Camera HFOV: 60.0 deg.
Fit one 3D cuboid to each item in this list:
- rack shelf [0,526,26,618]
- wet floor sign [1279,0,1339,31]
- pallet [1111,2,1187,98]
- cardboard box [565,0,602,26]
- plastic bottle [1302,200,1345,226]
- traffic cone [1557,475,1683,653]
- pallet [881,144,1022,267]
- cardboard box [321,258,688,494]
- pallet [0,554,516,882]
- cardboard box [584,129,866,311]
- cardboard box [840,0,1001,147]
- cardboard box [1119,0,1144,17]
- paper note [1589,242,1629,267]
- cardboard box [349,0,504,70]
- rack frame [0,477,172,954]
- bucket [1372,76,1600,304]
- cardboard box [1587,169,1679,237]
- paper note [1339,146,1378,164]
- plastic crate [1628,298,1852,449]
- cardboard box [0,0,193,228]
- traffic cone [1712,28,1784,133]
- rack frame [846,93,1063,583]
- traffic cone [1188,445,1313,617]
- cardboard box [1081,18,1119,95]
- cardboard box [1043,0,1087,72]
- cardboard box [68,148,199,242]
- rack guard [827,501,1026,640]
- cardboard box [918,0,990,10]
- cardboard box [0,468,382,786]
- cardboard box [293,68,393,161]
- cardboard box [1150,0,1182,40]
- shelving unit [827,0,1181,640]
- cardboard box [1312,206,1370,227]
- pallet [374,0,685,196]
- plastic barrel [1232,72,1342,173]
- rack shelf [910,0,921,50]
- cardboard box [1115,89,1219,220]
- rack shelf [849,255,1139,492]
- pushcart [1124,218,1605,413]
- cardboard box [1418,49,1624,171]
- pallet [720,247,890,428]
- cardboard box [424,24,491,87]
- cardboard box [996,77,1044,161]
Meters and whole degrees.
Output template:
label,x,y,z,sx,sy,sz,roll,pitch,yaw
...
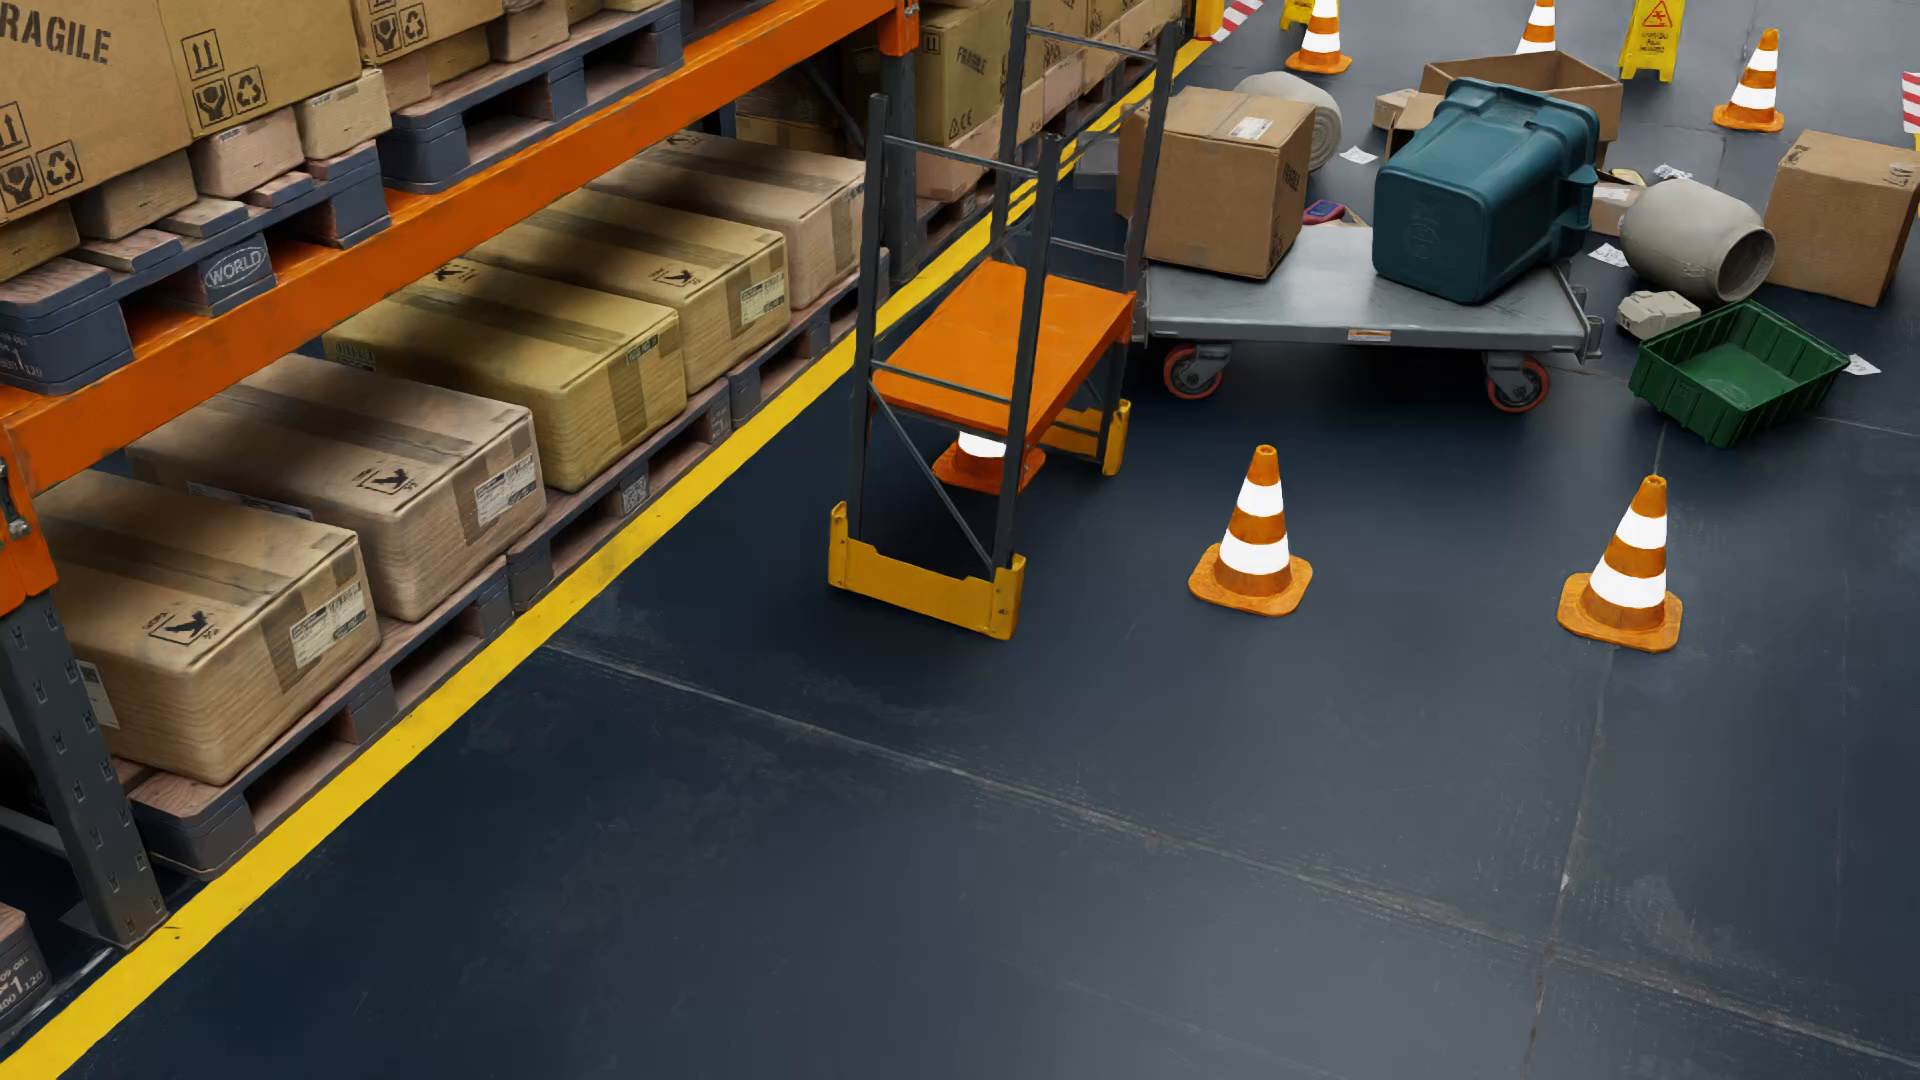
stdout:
label,x,y,z,sx,sy,sz,roll,pitch,yaw
rack shelf,-3.165,0.844,1.883,1.077,0.370,4.000,14,36,20
wet floor sign,2.070,-3.301,9.696,0.267,0.644,0.232,29,43,36
pallet,0.615,-2.836,9.383,1.003,0.211,1.213,14,36,20
cardboard box,-1.263,-1.583,4.775,0.380,0.149,0.250,13,35,19
plastic bottle,1.589,-1.428,7.373,0.133,0.061,0.283,21,39,28
traffic cone,1.951,0.023,4.793,0.336,0.463,0.334,14,36,20
pallet,-0.406,-1.621,7.530,1.003,0.211,1.213,14,36,20
cardboard box,-1.459,-0.554,5.373,0.950,0.372,0.625,15,36,22
pallet,-2.000,0.325,4.562,1.003,0.211,1.213,14,36,20
cardboard box,-0.872,-1.260,6.449,0.950,0.372,0.625,15,36,21
cardboard box,-0.163,-2.016,7.030,0.500,0.500,0.500,16,36,23
cardboard box,0.705,-3.057,8.617,0.500,0.500,0.500,16,36,22
paper note,2.790,-1.211,7.076,0.172,0.023,0.155,29,43,36
cardboard box,-1.502,-1.493,4.045,0.500,0.500,0.500,15,36,21
rack frame,-2.328,-0.453,3.205,1.000,3.000,0.127,14,36,20
bucket,1.846,-1.223,5.978,0.726,0.611,0.620,29,53,36
cardboard box,2.930,-1.495,7.287,0.396,0.266,0.258,21,39,28
paper note,1.940,-1.874,8.091,0.148,0.019,0.142,29,43,36
plastic crate,2.766,-0.595,5.933,0.662,0.188,0.450,-21,49,-29
cardboard box,-1.930,-0.965,3.241,0.500,0.500,0.500,13,35,19
traffic cone,4.045,-2.352,8.415,0.336,0.463,0.334,14,36,20
rack frame,-0.052,-0.420,4.476,0.500,1.500,0.032,17,37,15
traffic cone,0.885,-0.071,4.937,0.336,0.463,0.334,14,36,20
cardboard box,0.487,-2.480,8.422,0.500,0.250,0.500,13,35,19
cardboard box,0.269,-2.543,7.834,0.500,0.500,0.500,16,37,23
cardboard box,-1.875,-0.775,3.543,0.380,0.149,0.250,12,35,18
rack guard,-0.105,0.088,4.836,0.587,0.250,0.087,17,37,15
cardboard box,-0.056,-2.336,6.926,0.380,0.149,0.250,15,36,21
cardboard box,-2.083,0.192,4.236,0.950,0.372,0.625,12,35,17
cardboard box,-1.584,-1.033,3.937,0.380,0.149,0.250,14,36,21
cardboard box,0.915,-2.986,9.193,0.500,0.250,0.500,14,36,20
shelving unit,0.138,-0.673,4.862,0.587,1.500,1.083,17,37,15
cardboard box,1.635,-1.215,6.860,0.258,0.266,0.396,-9,34,-13
pallet,-1.537,-1.368,4.775,1.003,0.211,1.213,14,36,20
plastic barrel,1.530,-1.983,7.889,0.421,0.421,0.512,-15,36,-21
rack shelf,0.182,-3.140,7.959,1.077,0.370,4.000,14,36,20
cardboard box,1.029,-1.622,7.265,0.500,0.500,0.500,-15,36,-21
rack shelf,0.126,-0.531,4.973,0.538,0.185,1.000,17,37,15
pushcart,1.437,-0.850,6.202,1.648,0.377,0.936,3,33,4
cardboard box,2.583,-1.937,7.746,0.797,0.503,0.637,-9,34,-13
pallet,-0.979,-0.890,6.416,1.003,0.211,1.213,14,36,20
cardboard box,-1.472,-1.321,4.375,0.380,0.149,0.250,16,36,22
cardboard box,0.050,-1.971,7.645,0.500,0.250,0.500,16,37,23
